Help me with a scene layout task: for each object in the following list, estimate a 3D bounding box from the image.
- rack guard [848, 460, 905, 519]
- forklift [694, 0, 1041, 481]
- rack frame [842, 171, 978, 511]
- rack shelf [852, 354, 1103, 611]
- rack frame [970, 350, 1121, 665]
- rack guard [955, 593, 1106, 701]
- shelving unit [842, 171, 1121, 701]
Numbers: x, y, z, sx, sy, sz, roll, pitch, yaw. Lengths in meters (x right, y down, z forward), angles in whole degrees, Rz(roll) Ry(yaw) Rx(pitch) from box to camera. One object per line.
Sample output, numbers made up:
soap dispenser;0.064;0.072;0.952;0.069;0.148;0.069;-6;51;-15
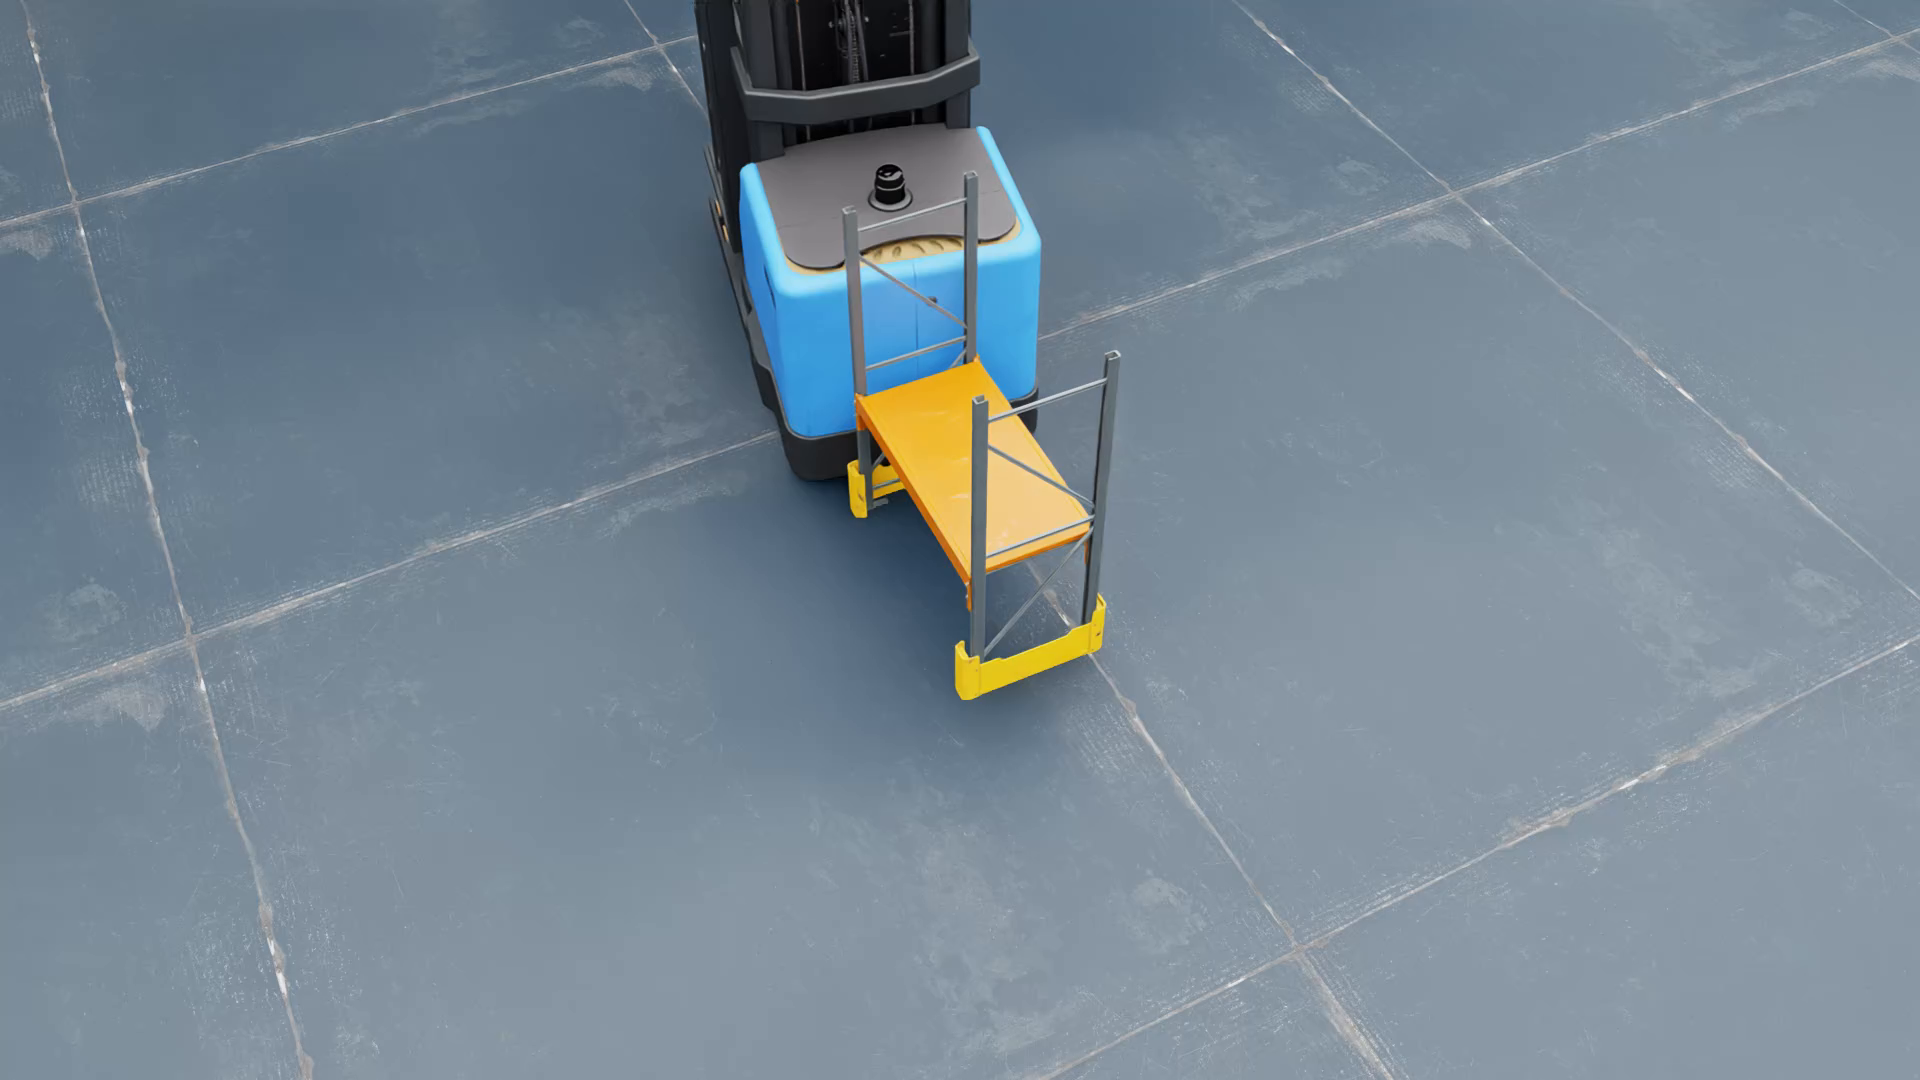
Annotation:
rack guard;-0.168;-0.285;6.726;0.587;0.250;0.087;-20;52;-16
forklift;-0.557;-2.343;6.745;1.130;2.935;3.031;-12;50;-10
rack frame;-0.168;-0.698;6.256;0.500;1.500;0.032;-20;52;-16
rack shelf;0.050;-0.234;6.090;0.538;0.185;1.000;-20;52;-16
rack frame;0.268;-0.006;5.652;0.500;1.500;0.032;-20;52;-16
rack guard;0.259;0.392;6.134;0.587;0.250;0.087;-20;52;-16
shelving unit;0.046;-0.358;5.960;0.587;1.500;1.083;-20;52;-16
